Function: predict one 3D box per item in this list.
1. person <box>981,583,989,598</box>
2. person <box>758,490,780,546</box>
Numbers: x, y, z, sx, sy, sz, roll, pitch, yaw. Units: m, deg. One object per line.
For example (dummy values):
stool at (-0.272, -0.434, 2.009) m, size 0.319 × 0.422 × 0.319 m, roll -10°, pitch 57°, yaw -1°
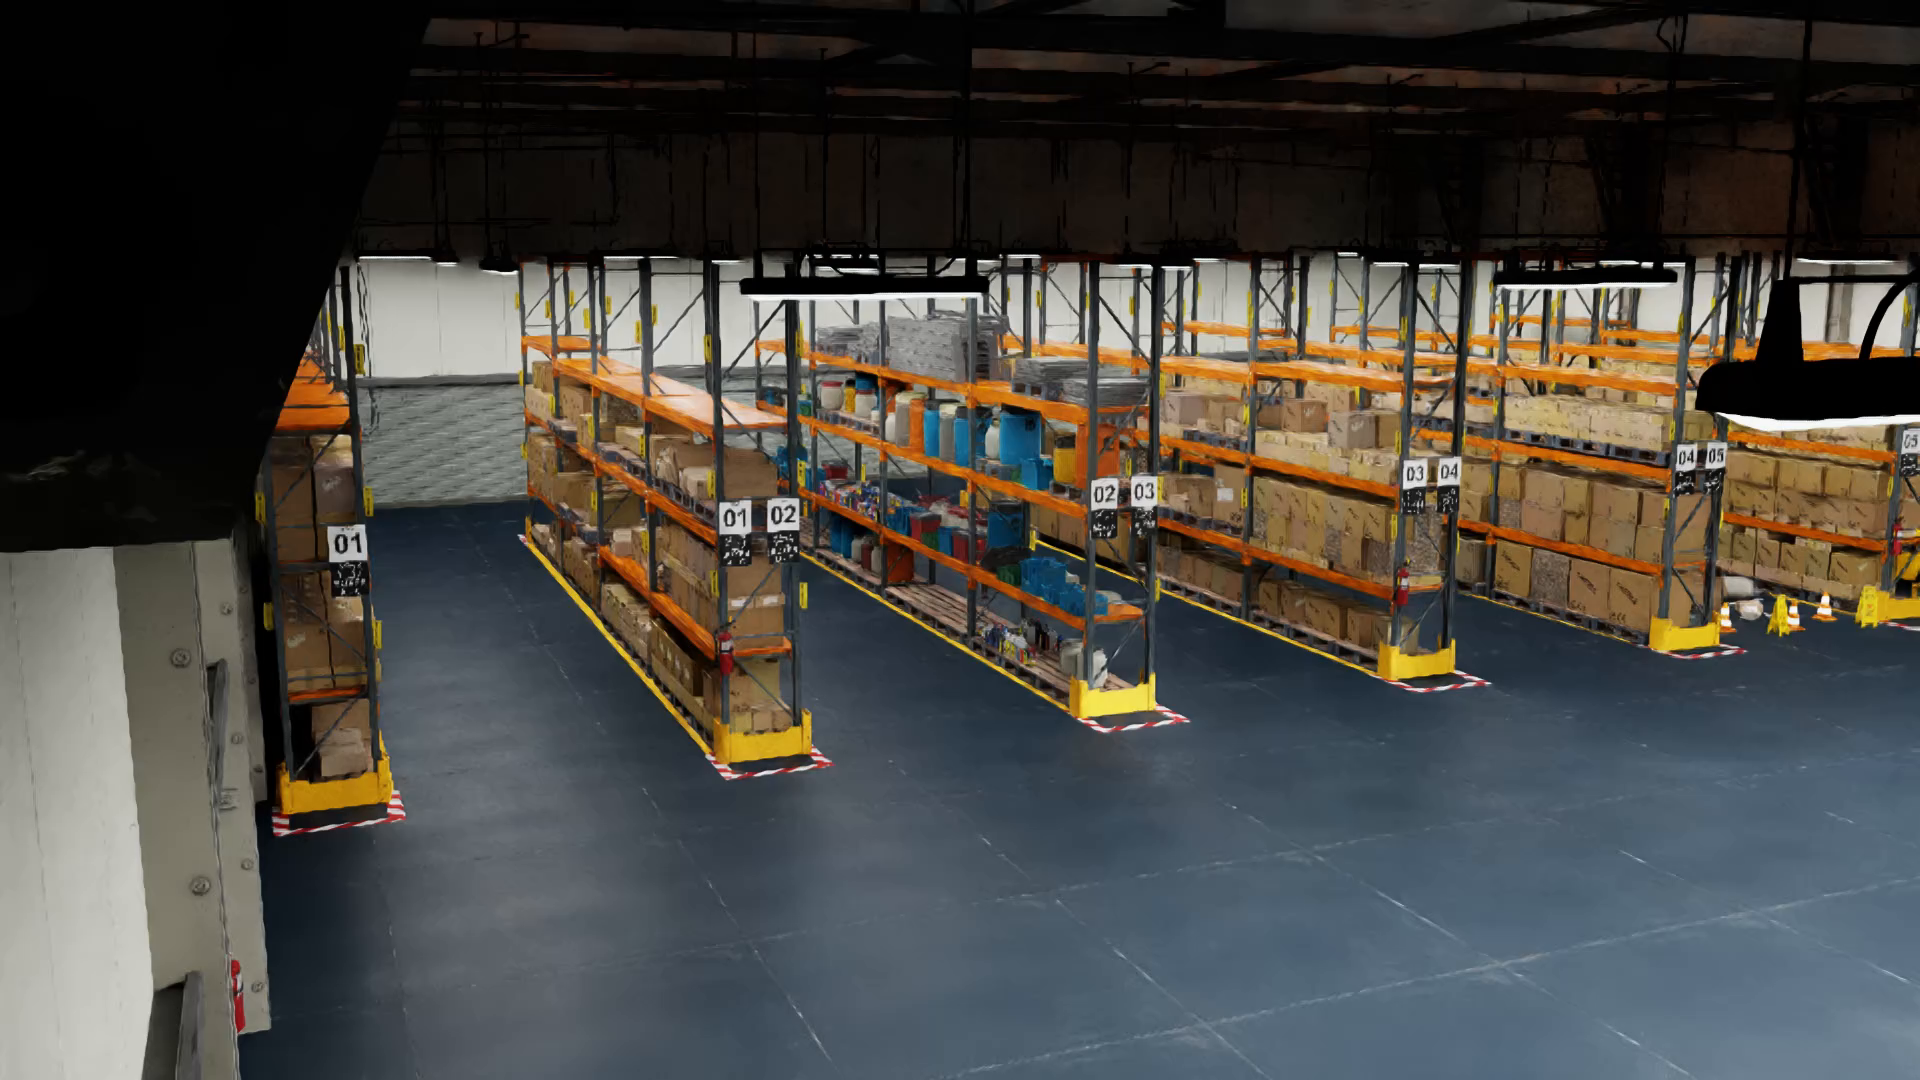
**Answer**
person at (0.746, 0.208, 27.946) m, size 0.626 × 1.577 × 0.811 m, roll -9°, pitch 13°, yaw -39°
person at (-3.781, -0.436, 32.727) m, size 0.546 × 1.638 × 1.118 m, roll -4°, pitch 11°, yaw -19°
